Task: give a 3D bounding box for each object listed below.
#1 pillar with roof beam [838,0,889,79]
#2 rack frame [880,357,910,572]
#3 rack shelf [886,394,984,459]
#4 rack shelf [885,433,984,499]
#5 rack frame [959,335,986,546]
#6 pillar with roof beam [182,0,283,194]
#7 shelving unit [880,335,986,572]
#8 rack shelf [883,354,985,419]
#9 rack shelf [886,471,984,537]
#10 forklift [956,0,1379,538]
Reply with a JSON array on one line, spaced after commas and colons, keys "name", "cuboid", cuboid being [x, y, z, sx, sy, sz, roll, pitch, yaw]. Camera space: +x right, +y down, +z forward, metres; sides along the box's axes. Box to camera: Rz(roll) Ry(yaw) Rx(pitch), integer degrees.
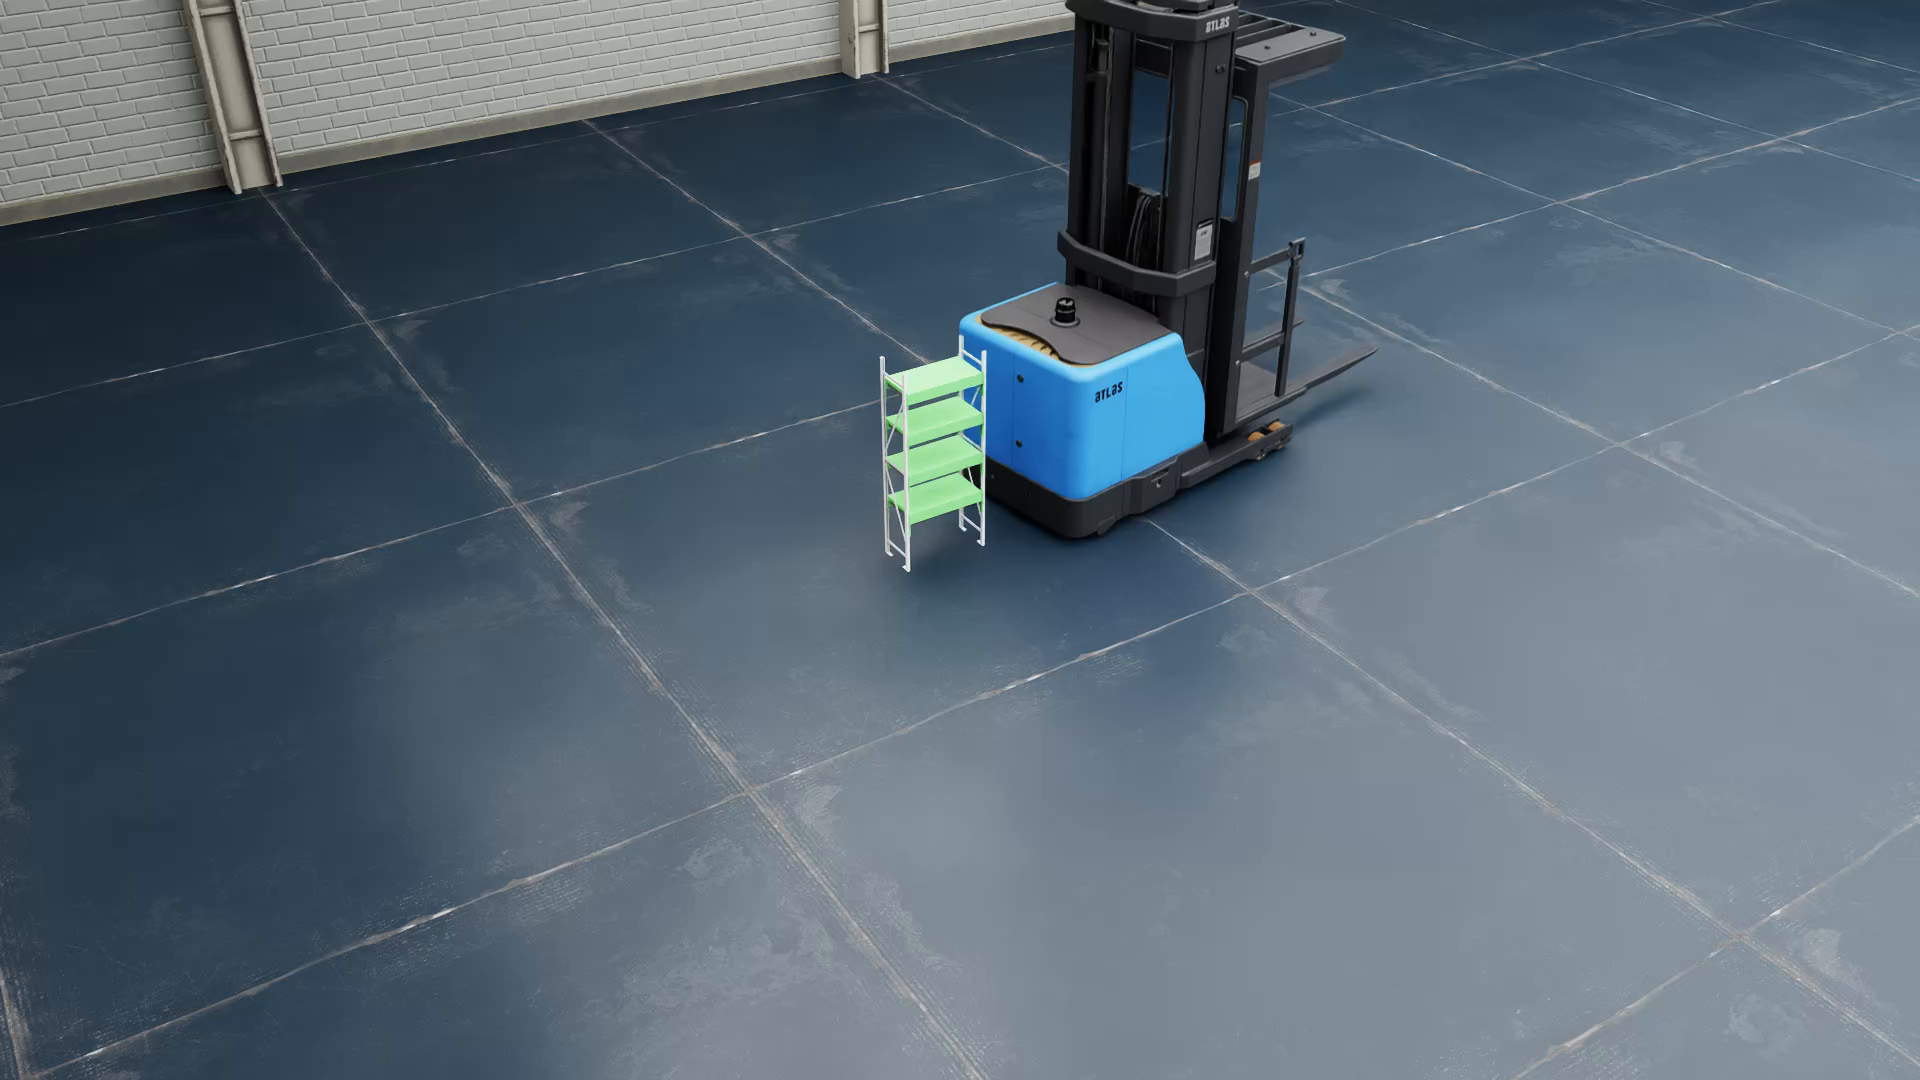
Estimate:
[{"name": "pillar with roof beam", "cuboid": [1.365, -6.642, 11.466, 0.400, 9.000, 9.100, -19, 37, -27]}, {"name": "rack frame", "cuboid": [-0.344, -0.389, 8.864, 0.015, 1.200, 0.240, -19, 37, -27]}, {"name": "rack shelf", "cuboid": [-0.139, -0.609, 8.882, 0.480, 0.148, 0.258, -19, 37, -27]}, {"name": "rack shelf", "cuboid": [-0.139, -0.406, 9.010, 0.480, 0.148, 0.258, -19, 37, -27]}, {"name": "rack frame", "cuboid": [0.066, -0.530, 9.087, 0.015, 1.200, 0.240, -19, 37, -27]}, {"name": "pillar with roof beam", "cuboid": [-3.678, -4.908, 8.717, 0.400, 9.000, 9.100, -19, 37, -27]}, {"name": "shelving unit", "cuboid": [-0.139, -0.460, 8.976, 0.503, 1.200, 0.258, -19, 37, -27]}, {"name": "rack shelf", "cuboid": [-0.139, -0.812, 8.754, 0.480, 0.148, 0.258, -19, 37, -27]}, {"name": "rack shelf", "cuboid": [-0.139, -0.203, 9.138, 0.480, 0.148, 0.258, -19, 37, -27]}, {"name": "forklift", "cuboid": [1.413, -1.915, 9.660, 3.031, 2.935, 1.130, -26, 40, -34]}]
